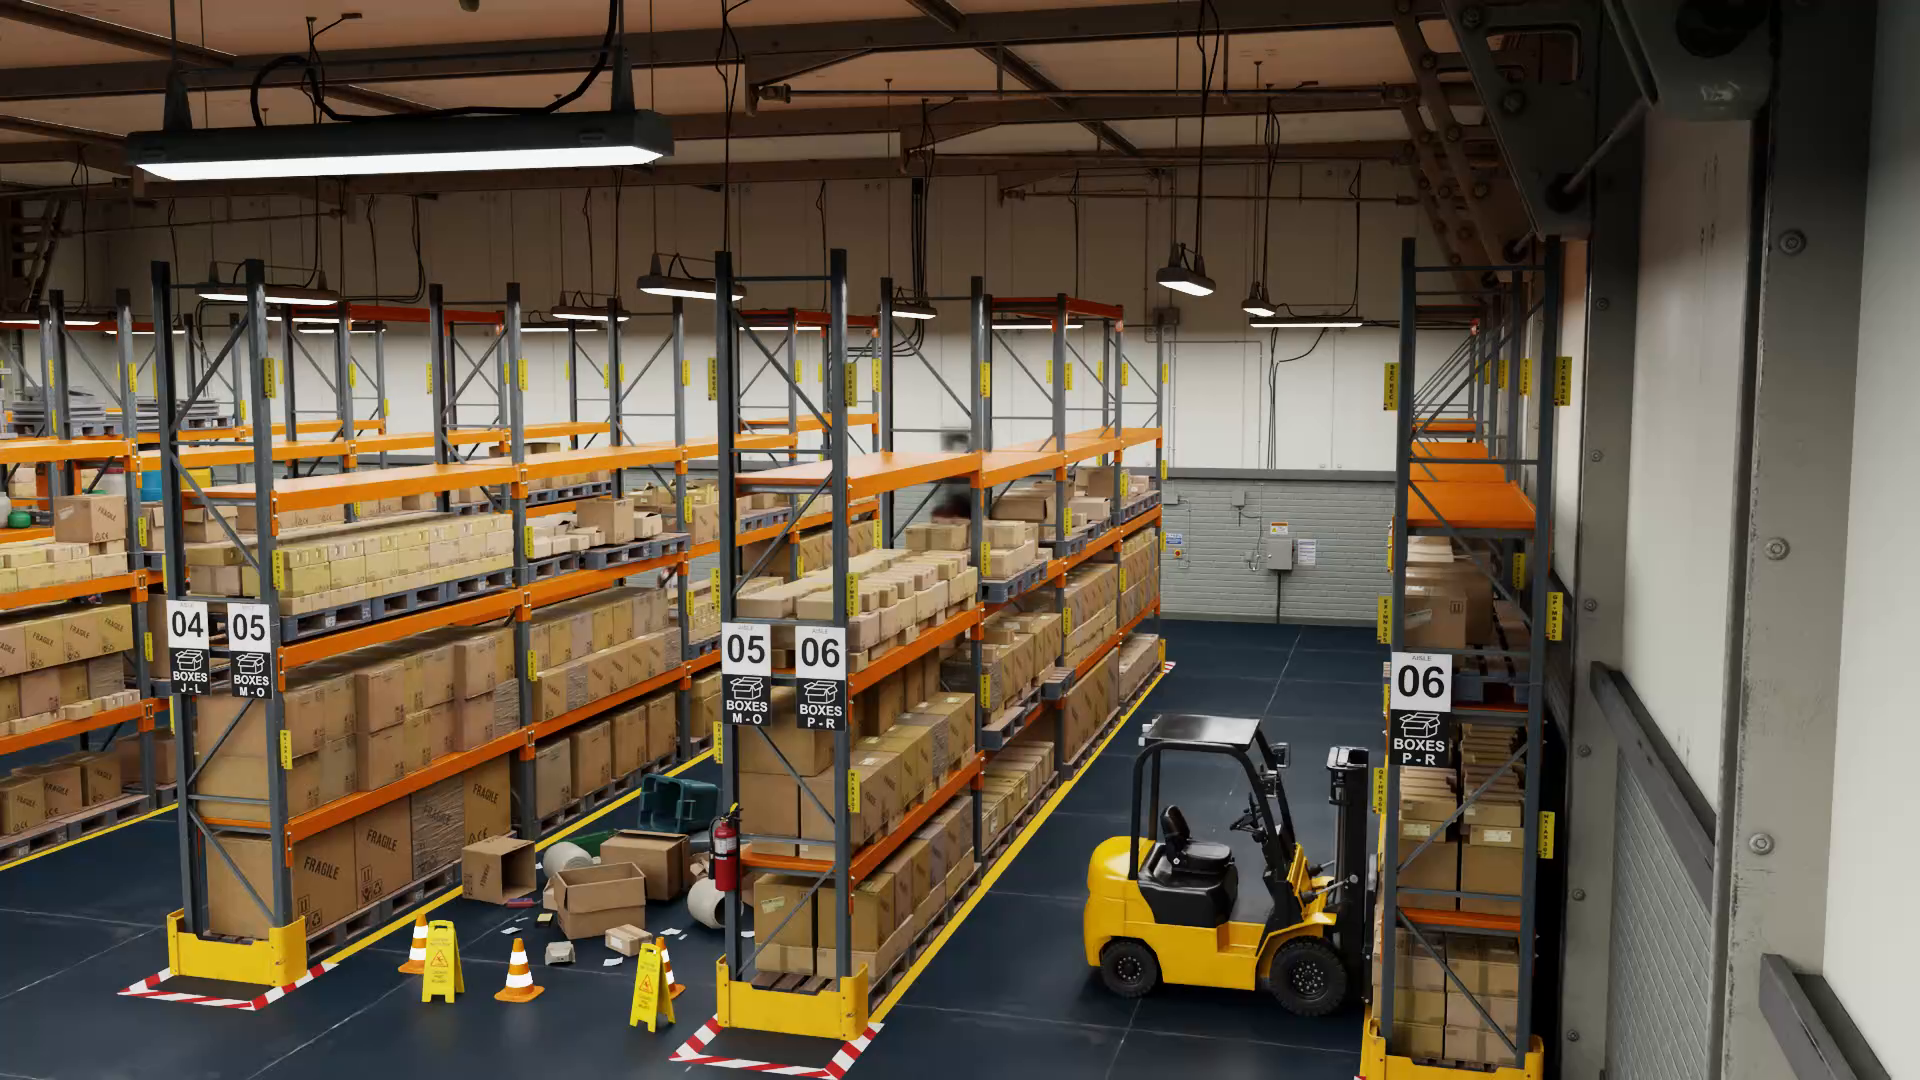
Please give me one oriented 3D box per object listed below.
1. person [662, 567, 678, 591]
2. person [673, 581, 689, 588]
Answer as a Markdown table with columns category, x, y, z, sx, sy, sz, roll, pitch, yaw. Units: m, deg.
| category | x | y | z | sx | sy | sz | roll | pitch | yaw |
| --- | --- | --- | --- | --- | --- | --- | --- | --- | --- |
| person | -5.153 | 1.065 | 29.853 | 0.553 | 1.655 | 0.714 | 0 | 6 | 1 |
| person | -4.427 | 1.496 | 26.458 | 0.641 | 1.740 | 0.629 | 2 | 6 | 16 |
